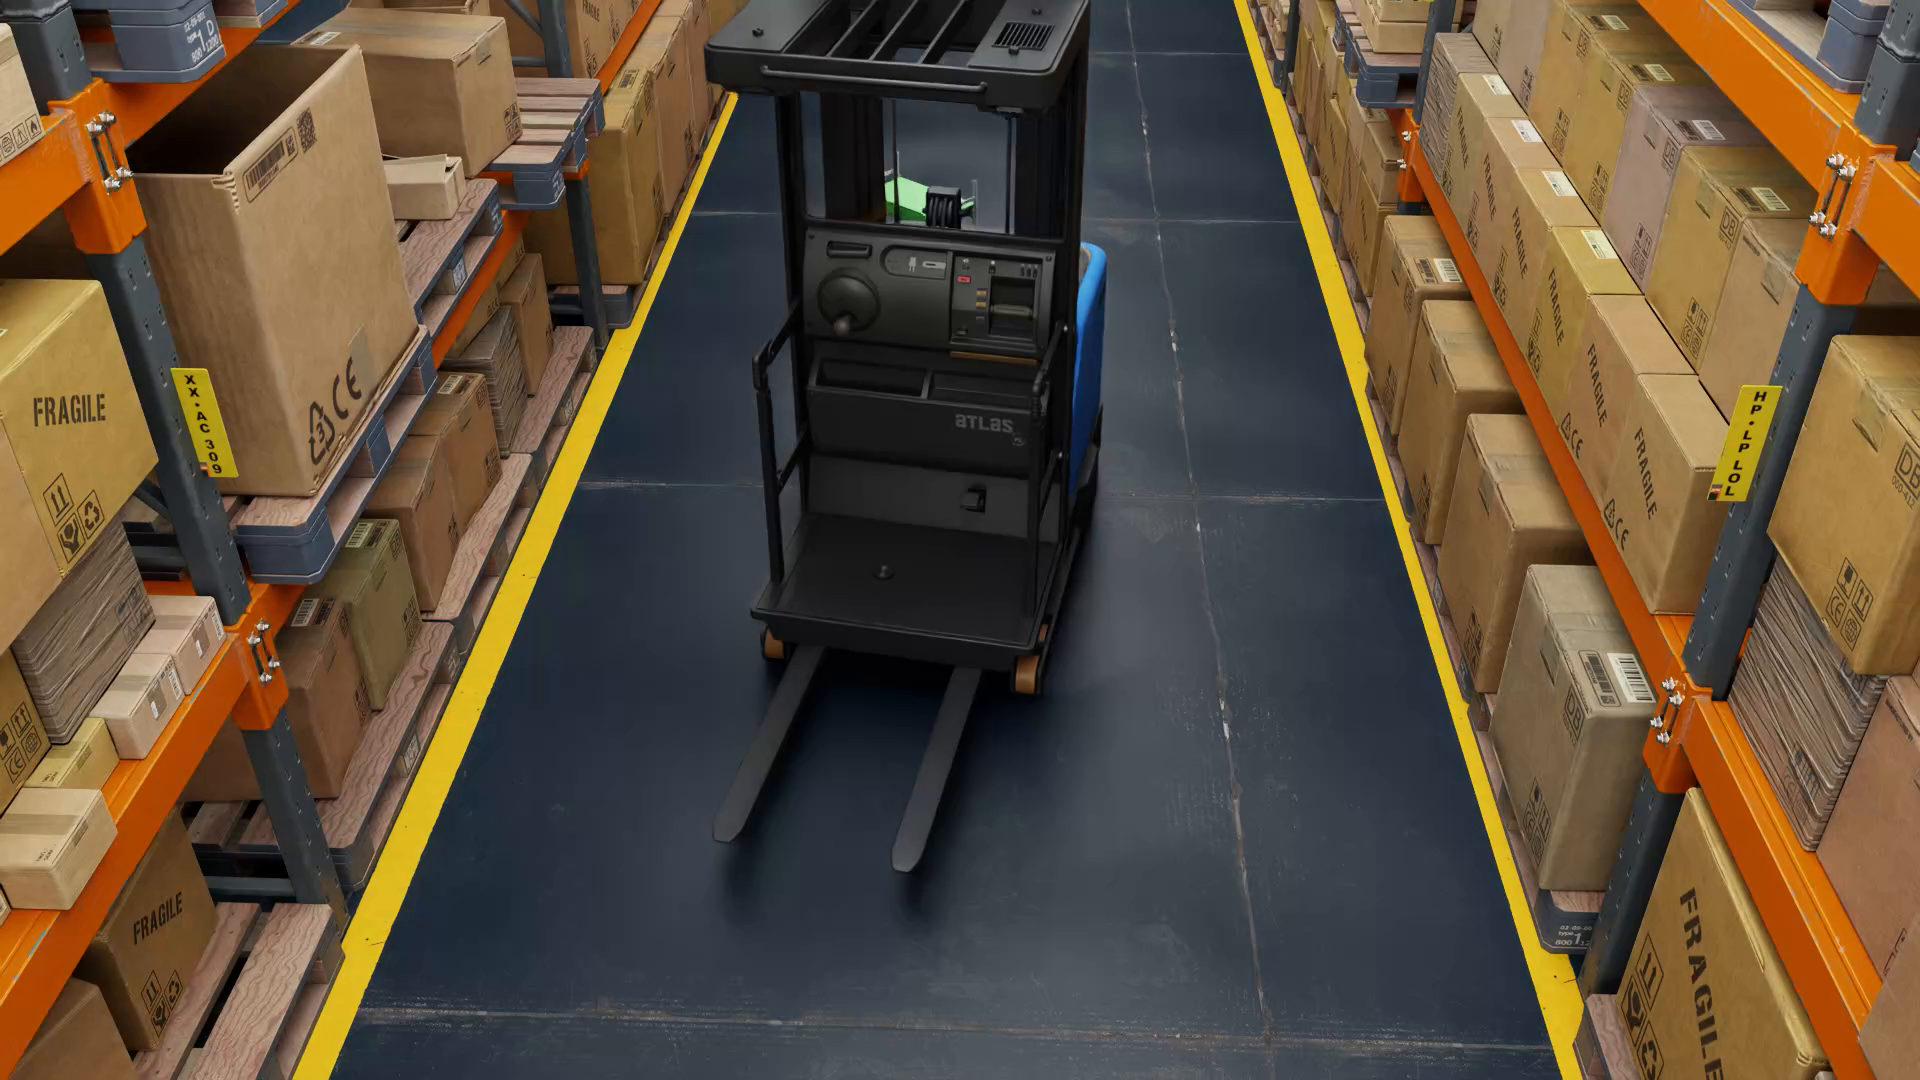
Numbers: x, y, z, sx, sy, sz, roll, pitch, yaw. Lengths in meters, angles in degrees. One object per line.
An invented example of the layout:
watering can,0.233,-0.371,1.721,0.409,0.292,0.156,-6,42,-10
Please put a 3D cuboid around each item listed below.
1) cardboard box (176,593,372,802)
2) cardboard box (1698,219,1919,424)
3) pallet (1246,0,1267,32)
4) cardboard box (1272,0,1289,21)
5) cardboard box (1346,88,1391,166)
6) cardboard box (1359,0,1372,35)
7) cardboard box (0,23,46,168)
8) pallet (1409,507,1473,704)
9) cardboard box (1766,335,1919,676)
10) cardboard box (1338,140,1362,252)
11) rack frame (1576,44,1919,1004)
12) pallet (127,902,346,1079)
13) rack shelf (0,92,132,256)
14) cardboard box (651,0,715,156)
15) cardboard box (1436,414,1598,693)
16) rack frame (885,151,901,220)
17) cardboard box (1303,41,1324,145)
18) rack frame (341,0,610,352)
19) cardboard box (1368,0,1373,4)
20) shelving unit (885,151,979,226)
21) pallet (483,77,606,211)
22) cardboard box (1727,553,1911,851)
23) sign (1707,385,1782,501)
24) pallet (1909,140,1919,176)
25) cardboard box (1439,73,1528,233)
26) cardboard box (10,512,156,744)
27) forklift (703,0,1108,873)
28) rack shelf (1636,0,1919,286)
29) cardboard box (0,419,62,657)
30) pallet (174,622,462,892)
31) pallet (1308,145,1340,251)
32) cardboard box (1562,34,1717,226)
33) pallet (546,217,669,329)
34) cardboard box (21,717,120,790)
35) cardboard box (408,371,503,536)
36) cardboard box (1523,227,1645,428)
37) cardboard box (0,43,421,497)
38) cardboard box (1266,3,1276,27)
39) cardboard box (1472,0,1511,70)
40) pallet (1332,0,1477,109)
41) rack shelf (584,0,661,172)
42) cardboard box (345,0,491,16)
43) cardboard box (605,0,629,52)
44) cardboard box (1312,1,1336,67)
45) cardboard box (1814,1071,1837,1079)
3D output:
cardboard box,-2.459,0.535,5.671,0.700,0.500,0.500,-1,35,-2
cardboard box,2.460,-0.518,4.422,0.700,0.500,0.500,1,35,1
pallet,2.806,-4.328,13.224,1.003,0.211,1.213,1,35,2
cardboard box,2.461,-3.850,11.975,0.380,0.149,0.250,0,35,0
cardboard box,2.382,-2.226,8.965,0.500,0.250,0.500,2,35,3
cardboard box,2.179,-2.587,8.175,0.380,0.149,0.250,1,35,2
cardboard box,-2.263,-0.853,3.377,0.500,0.250,0.500,3,35,4
pallet,2.448,0.210,6.767,1.003,0.211,1.213,1,35,2
cardboard box,2.397,-0.075,3.678,0.875,0.550,0.550,1,35,2
cardboard box,2.397,-1.912,9.171,0.500,0.500,0.500,3,35,4
rack frame,2.446,0.217,4.332,1.000,3.000,0.127,1,35,2
pallet,-2.497,1.572,4.829,1.003,0.211,1.213,1,35,2
rack shelf,-2.586,0.261,2.287,1.077,0.370,4.000,1,35,2
cardboard box,-2.225,-2.973,10.353,1.225,0.875,0.875,0,35,0
cardboard box,2.424,0.053,6.157,1.050,0.750,0.750,1,35,2
rack frame,-0.366,-1.265,8.007,0.015,1.200,0.240,27,43,32
cardboard box,2.453,-2.806,10.442,0.500,0.500,0.500,3,35,4
rack frame,-2.345,-2.253,7.848,1.000,3.000,0.127,1,35,2
cardboard box,2.181,-2.719,8.105,0.380,0.149,0.250,3,35,4
shelving unit,-0.181,-1.173,7.876,0.503,1.200,0.258,27,43,32
pallet,-2.267,-1.763,7.317,1.213,0.211,1.003,1,35,2
cardboard box,2.444,0.368,3.987,0.875,0.550,0.550,1,35,2
sign,1.904,-0.231,4.032,0.100,0.325,0.005,1,35,2
pallet,2.403,-0.504,2.827,1.003,0.211,1.213,1,35,2
cardboard box,2.302,-1.578,6.799,0.500,0.500,0.500,1,35,1
cardboard box,-2.585,0.139,4.098,0.875,0.500,0.500,1,35,2
forklift,-0.162,-0.841,5.898,1.130,2.935,3.031,7,36,10
rack shelf,2.527,-1.865,5.311,1.077,0.370,4.000,1,35,2
cardboard box,-2.267,0.025,3.390,0.500,0.500,0.500,1,35,2
pallet,-2.476,0.738,6.016,1.003,0.211,1.213,1,35,2
pallet,2.692,-2.088,10.037,1.003,0.211,1.213,1,35,2
cardboard box,2.521,-1.394,5.668,0.700,0.500,0.500,1,35,1
pallet,-2.238,-1.564,9.292,1.003,0.211,1.213,1,35,2
cardboard box,-2.310,0.563,4.058,0.380,0.149,0.250,1,35,2
cardboard box,-2.377,-0.380,6.974,0.700,0.500,0.500,4,35,6
cardboard box,2.241,-0.710,5.565,0.500,0.500,0.500,2,35,2
cardboard box,-2.334,-0.826,4.929,1.000,1.000,1.000,2,35,2
cardboard box,2.483,-3.918,12.331,0.380,0.149,0.250,0,35,0
cardboard box,2.579,-2.273,6.919,0.700,0.500,0.500,1,35,2
pallet,2.529,-2.414,8.243,1.213,0.211,1.003,1,35,2
rack shelf,-2.264,-3.108,9.690,1.077,0.370,4.000,1,35,2
cardboard box,-2.327,-2.155,7.255,0.500,0.500,0.500,-3,35,-4
cardboard box,-2.035,-2.864,8.629,0.500,0.500,0.500,0,35,1
cardboard box,2.455,-3.110,10.224,0.500,0.250,0.500,2,35,3
cardboard box,2.319,1.792,3.573,0.875,0.875,0.875,2,35,2
